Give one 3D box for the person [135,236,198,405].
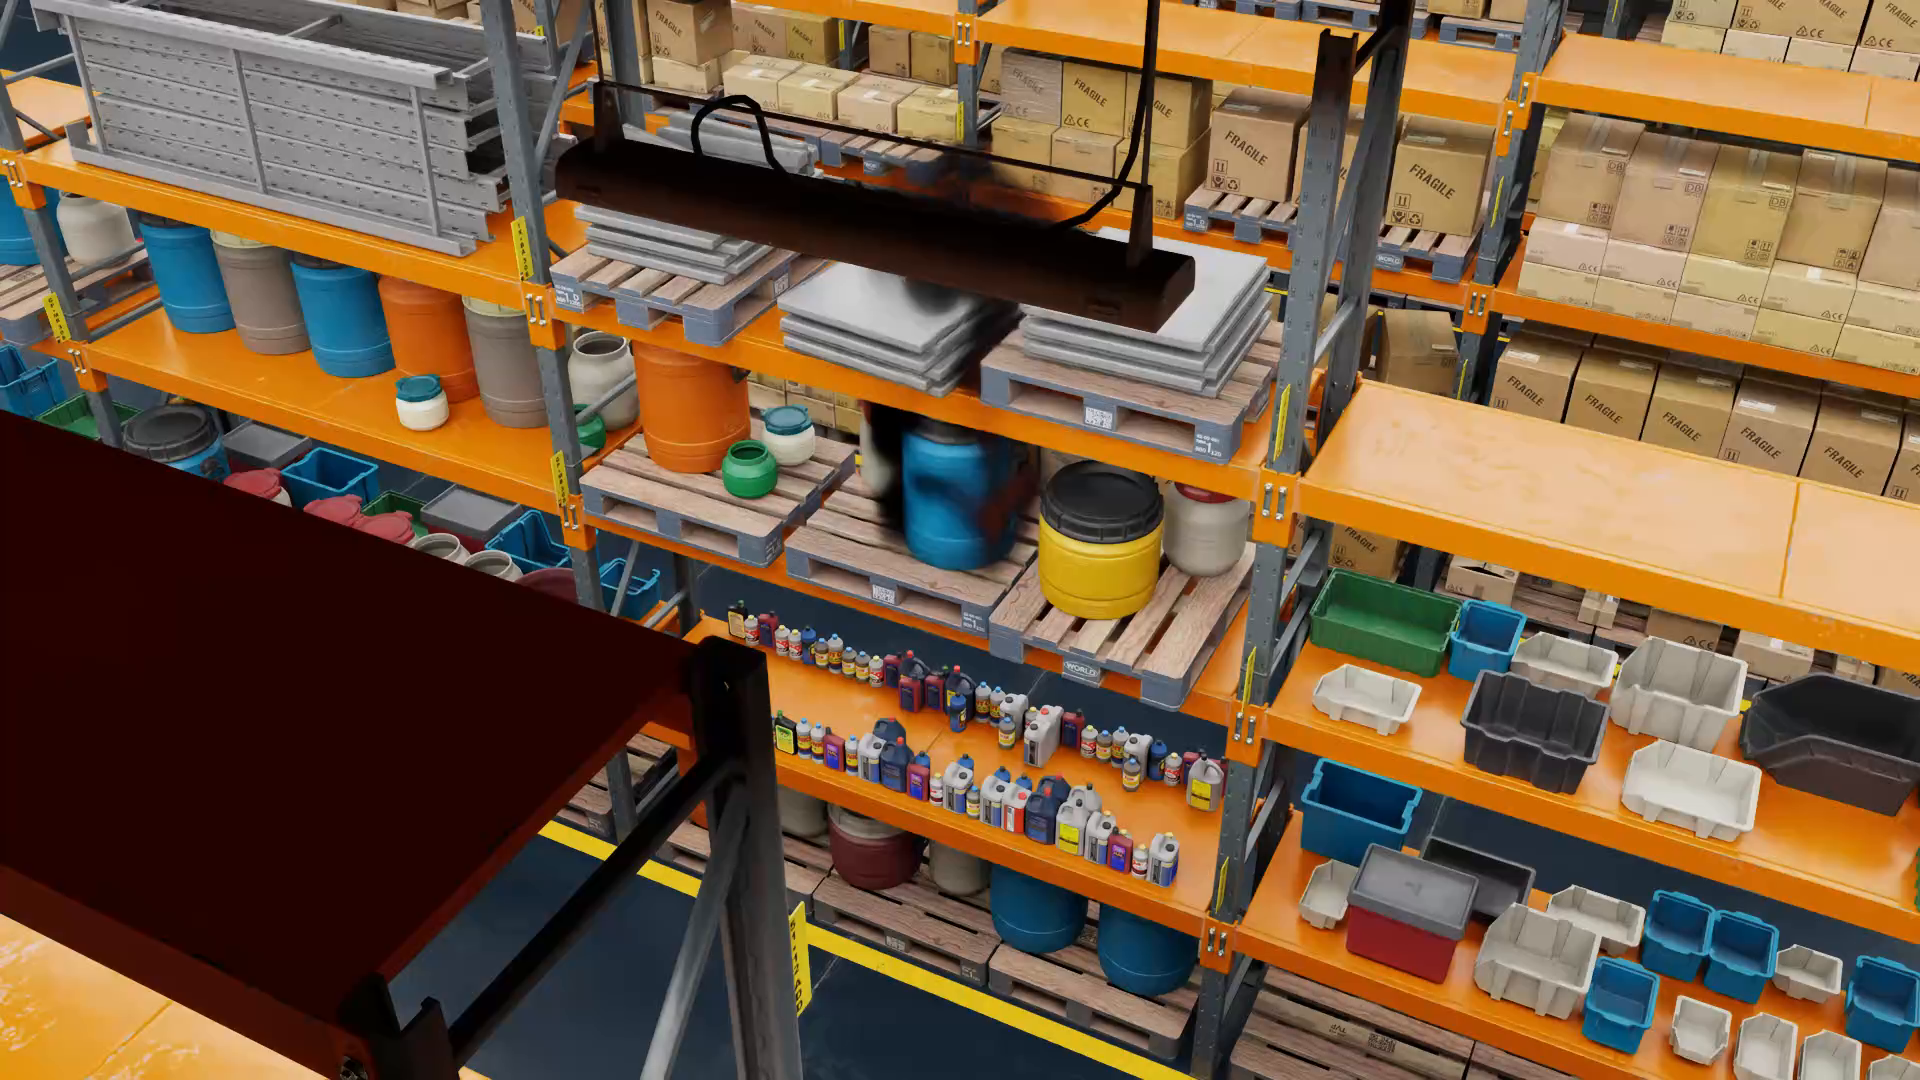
[{"bbox_3d":[-7.128,-2.023,15.257,0.750,1.741,0.668,-12,37,-17],"label":"person"}]
